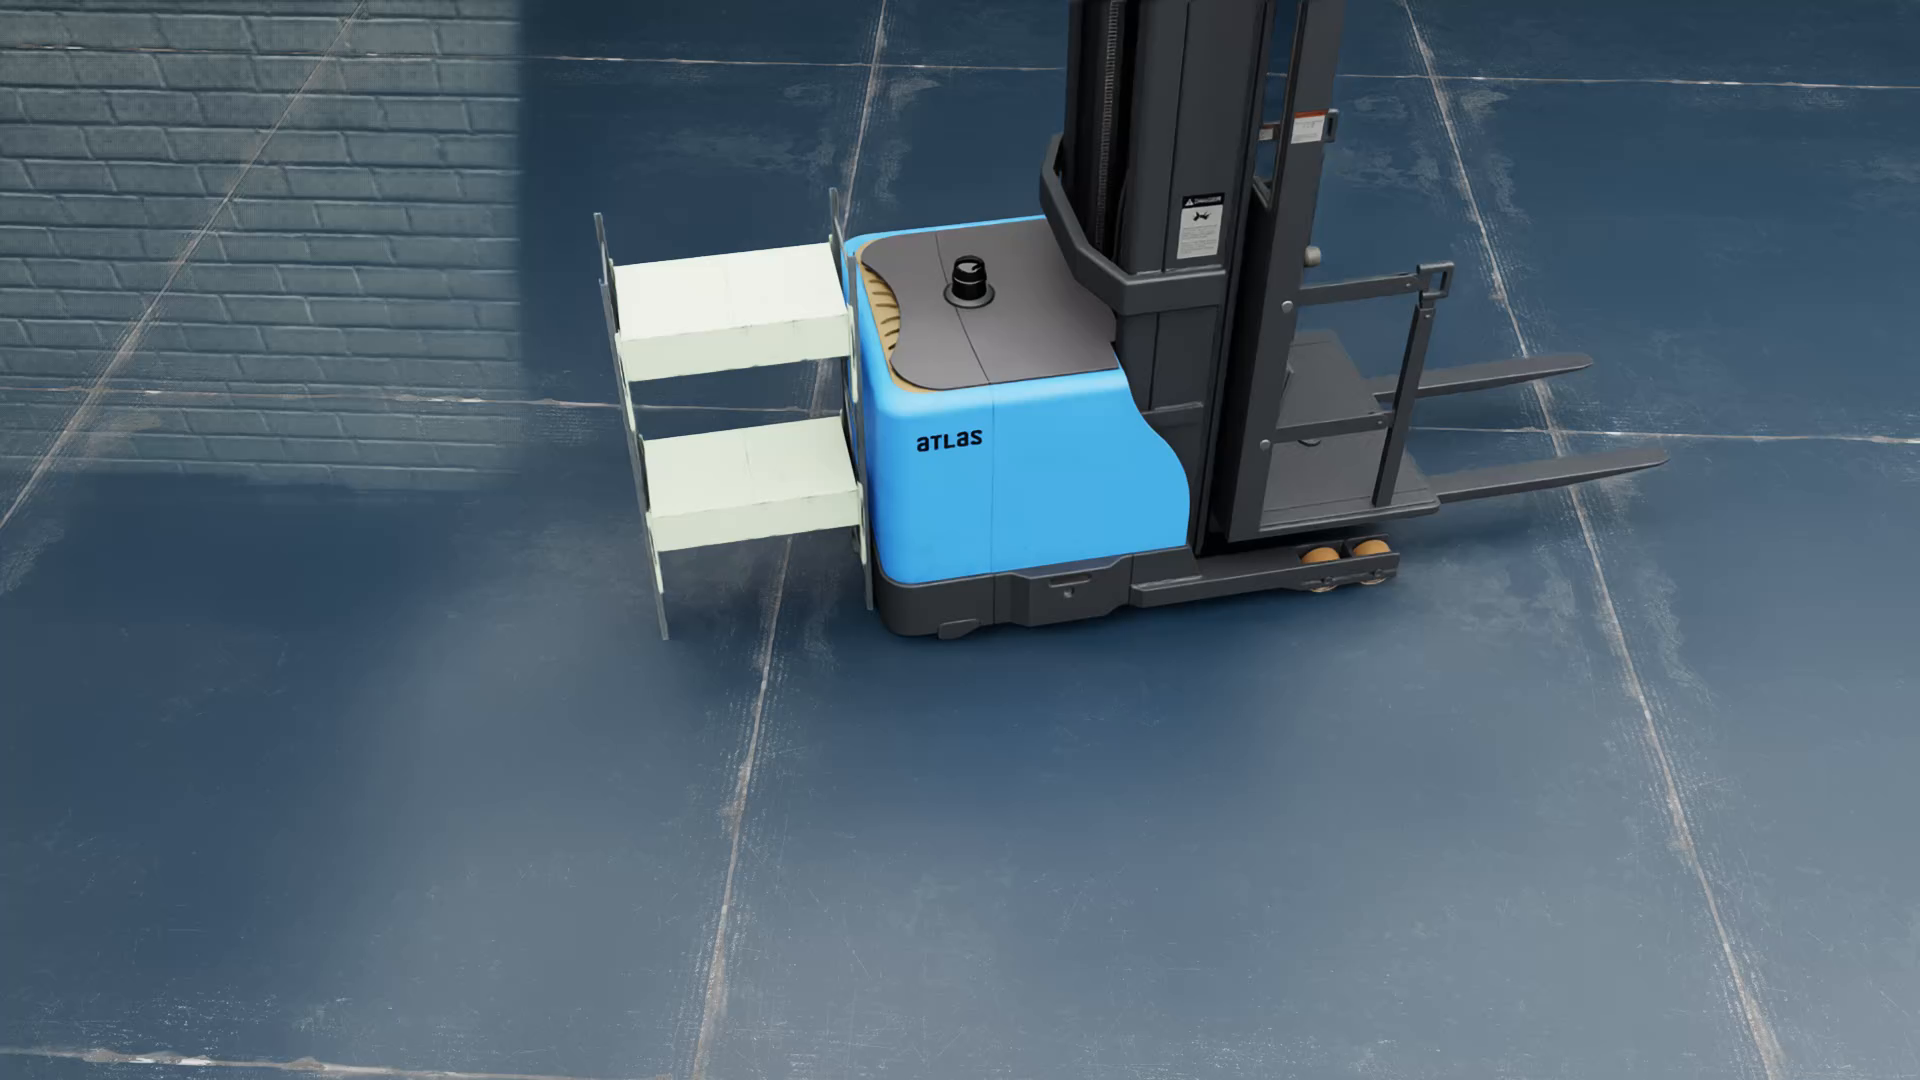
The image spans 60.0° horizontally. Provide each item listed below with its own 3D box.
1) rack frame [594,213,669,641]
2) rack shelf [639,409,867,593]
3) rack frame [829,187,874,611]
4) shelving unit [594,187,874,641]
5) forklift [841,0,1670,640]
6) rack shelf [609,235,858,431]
[{"bbox_3d":[-1.079,-0.328,5.501,0.023,1.500,0.400,-8,44,-8],"label":"rack frame"},{"bbox_3d":[-0.720,-0.139,5.777,0.720,0.370,0.431,-8,44,-8],"label":"rack shelf"},{"bbox_3d":[-0.362,-0.428,5.609,0.023,1.500,0.400,-8,44,-8],"label":"rack frame"},{"bbox_3d":[-0.720,-0.378,5.555,0.755,1.500,0.431,-8,44,-8],"label":"shelving unit"},{"bbox_3d":[1.124,-1.230,5.420,3.031,2.935,1.130,-8,44,-8],"label":"forklift"},{"bbox_3d":[-0.720,-0.663,5.289,0.720,0.370,0.431,-8,44,-8],"label":"rack shelf"}]
